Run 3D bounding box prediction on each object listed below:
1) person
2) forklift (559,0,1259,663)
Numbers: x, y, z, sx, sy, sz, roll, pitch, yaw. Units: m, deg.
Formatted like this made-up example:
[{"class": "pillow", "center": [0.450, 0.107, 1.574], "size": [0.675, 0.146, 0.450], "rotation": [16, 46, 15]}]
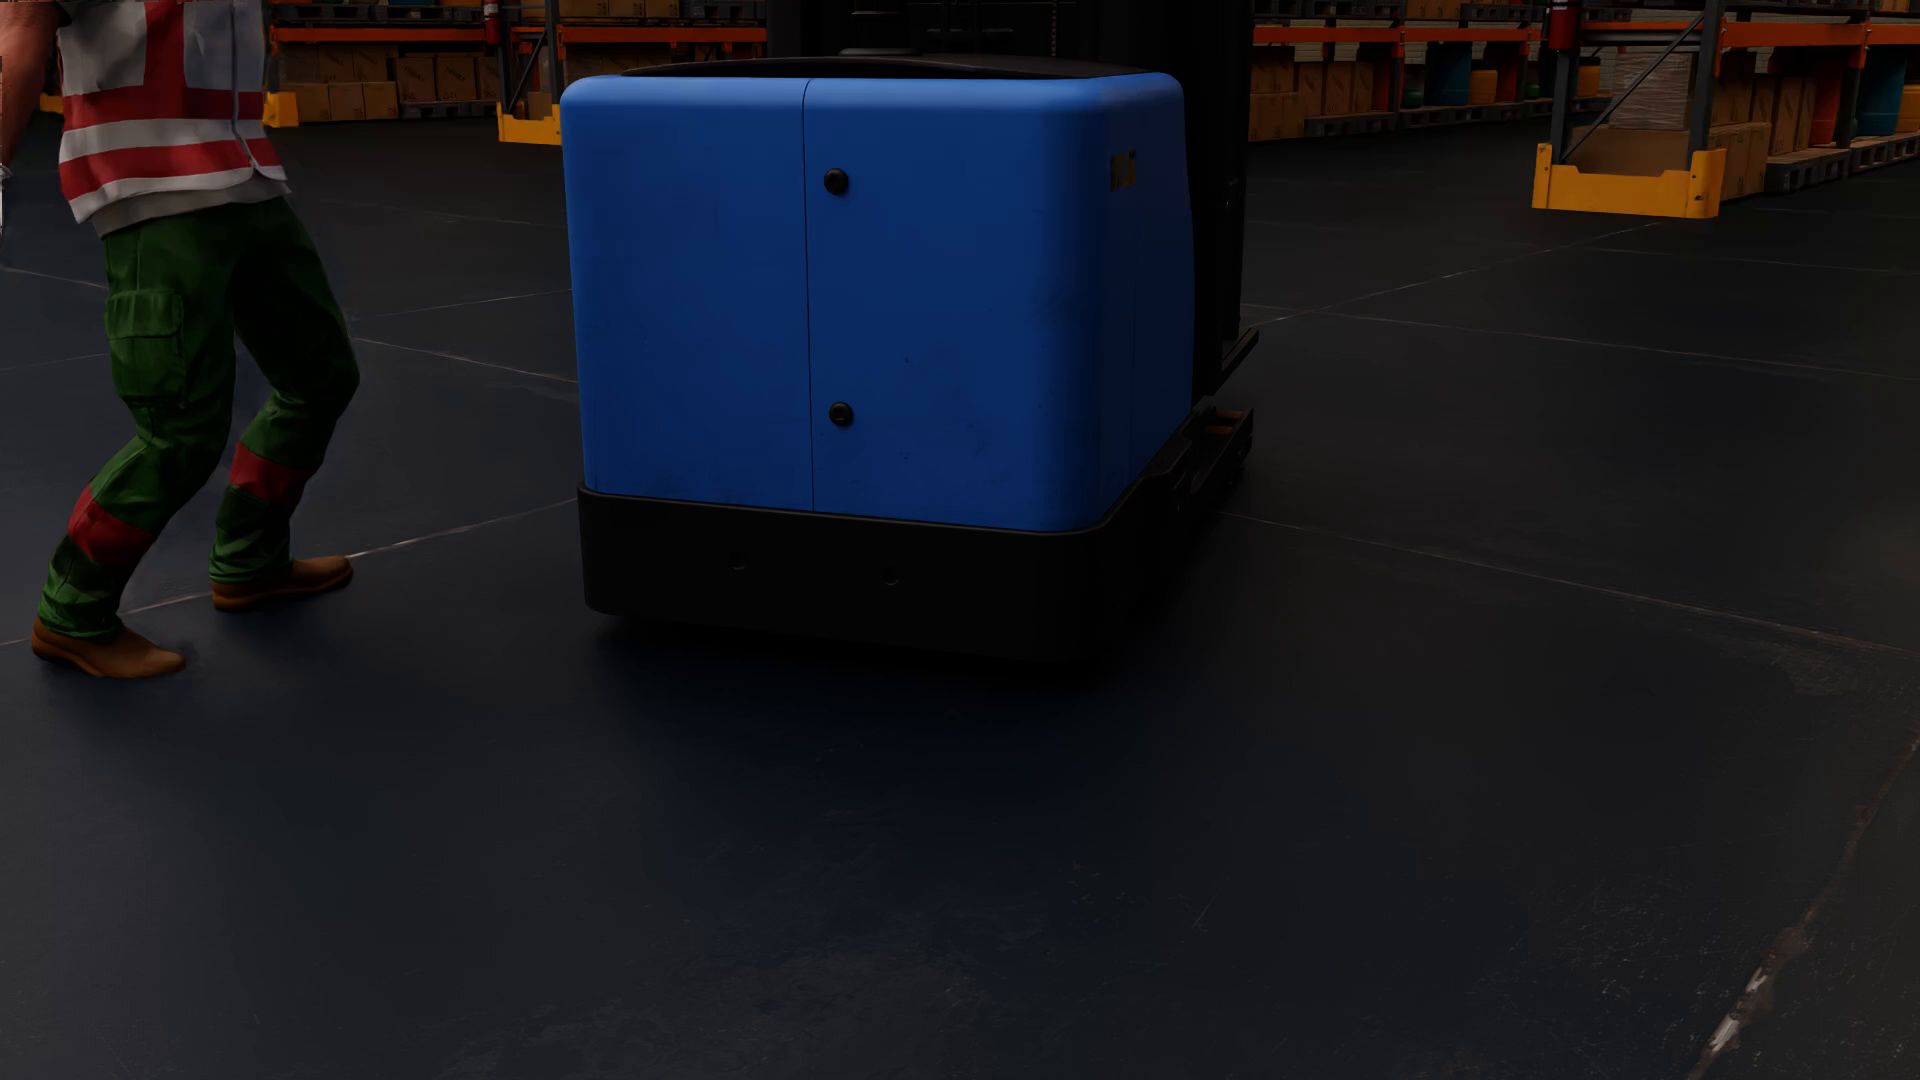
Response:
[{"class": "person", "center": [-1.488, -0.595, 3.016], "size": [0.503, 1.734, 0.894], "rotation": [2, 17, 7]}, {"class": "forklift", "center": [0.182, -1.571, 4.072], "size": [1.130, 2.935, 3.031], "rotation": [5, 18, 17]}]
